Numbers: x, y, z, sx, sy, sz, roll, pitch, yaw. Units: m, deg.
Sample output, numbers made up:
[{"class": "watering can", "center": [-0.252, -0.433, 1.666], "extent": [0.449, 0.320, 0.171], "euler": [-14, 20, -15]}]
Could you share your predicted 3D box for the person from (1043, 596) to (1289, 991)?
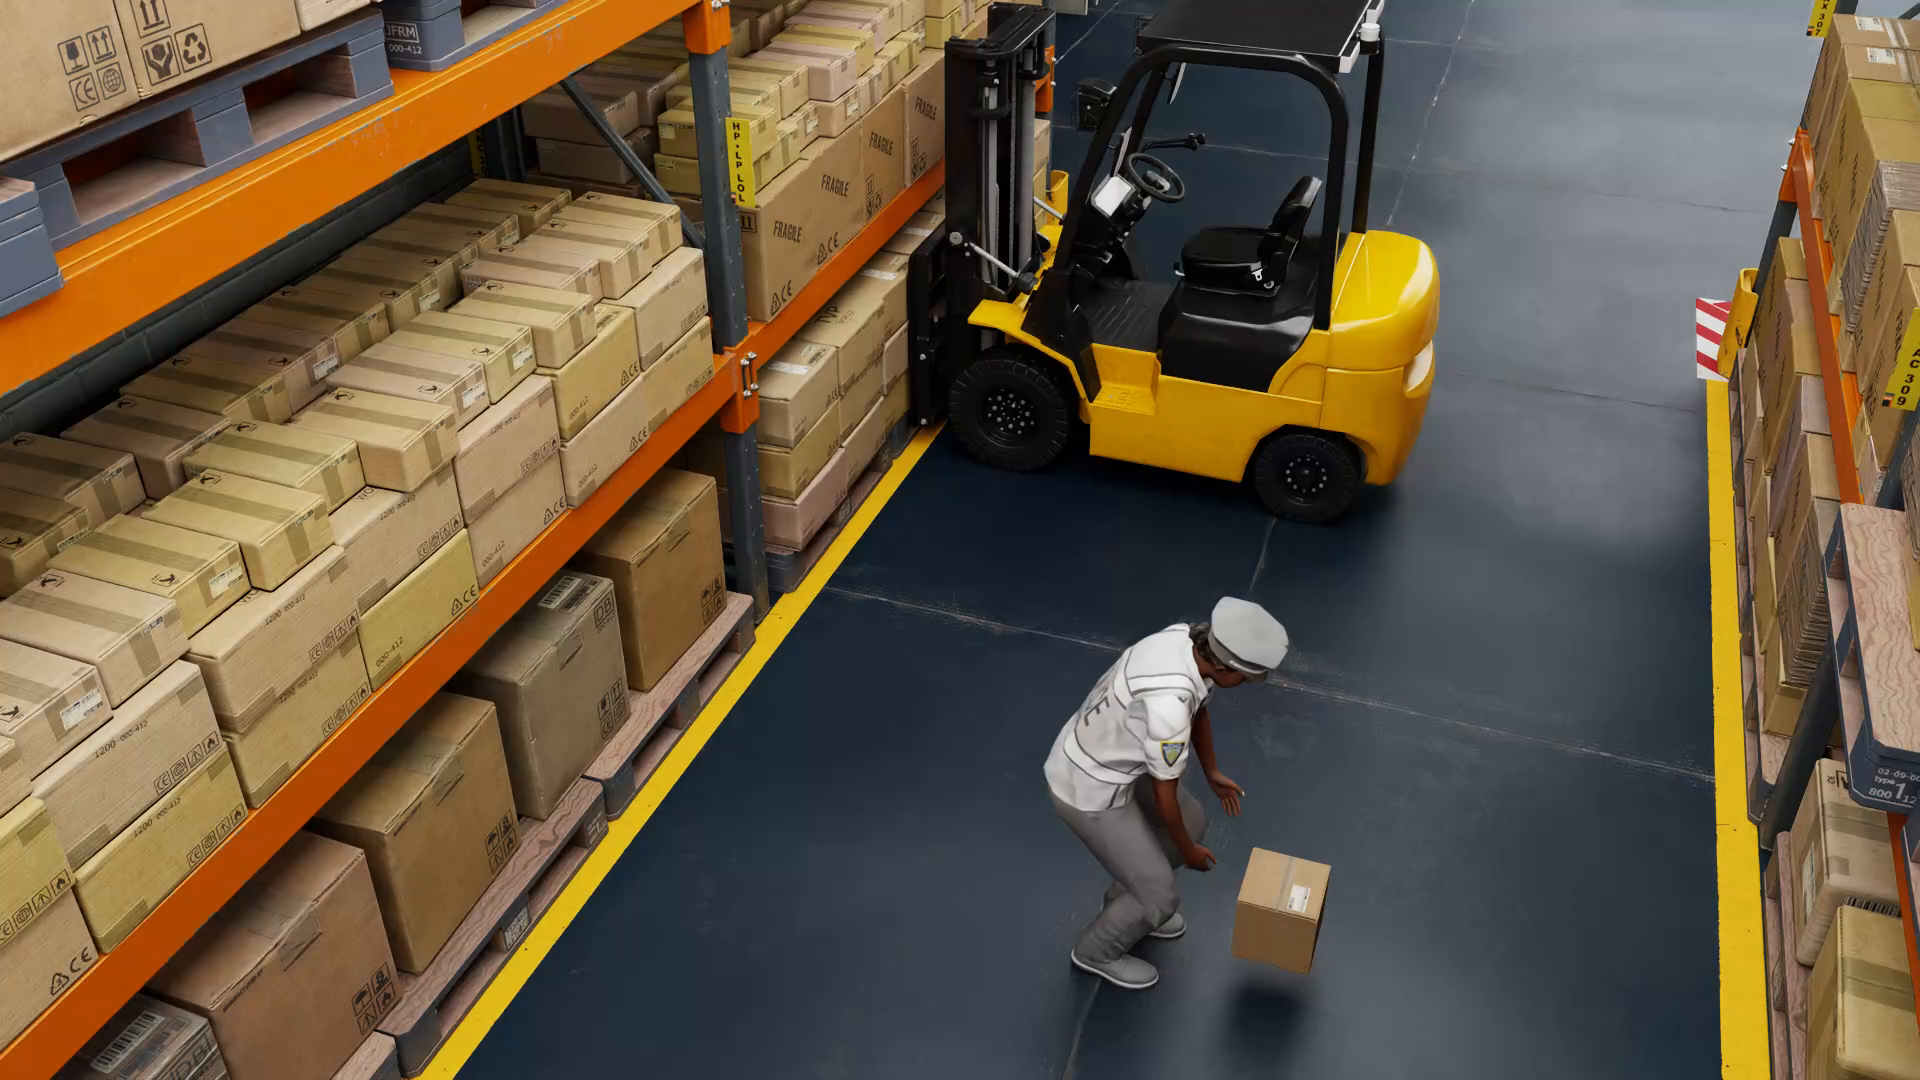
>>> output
[{"class": "person", "center": [0.620, 0.768, 5.214], "extent": [0.689, 1.414, 0.495], "euler": [11, 35, 17]}]
